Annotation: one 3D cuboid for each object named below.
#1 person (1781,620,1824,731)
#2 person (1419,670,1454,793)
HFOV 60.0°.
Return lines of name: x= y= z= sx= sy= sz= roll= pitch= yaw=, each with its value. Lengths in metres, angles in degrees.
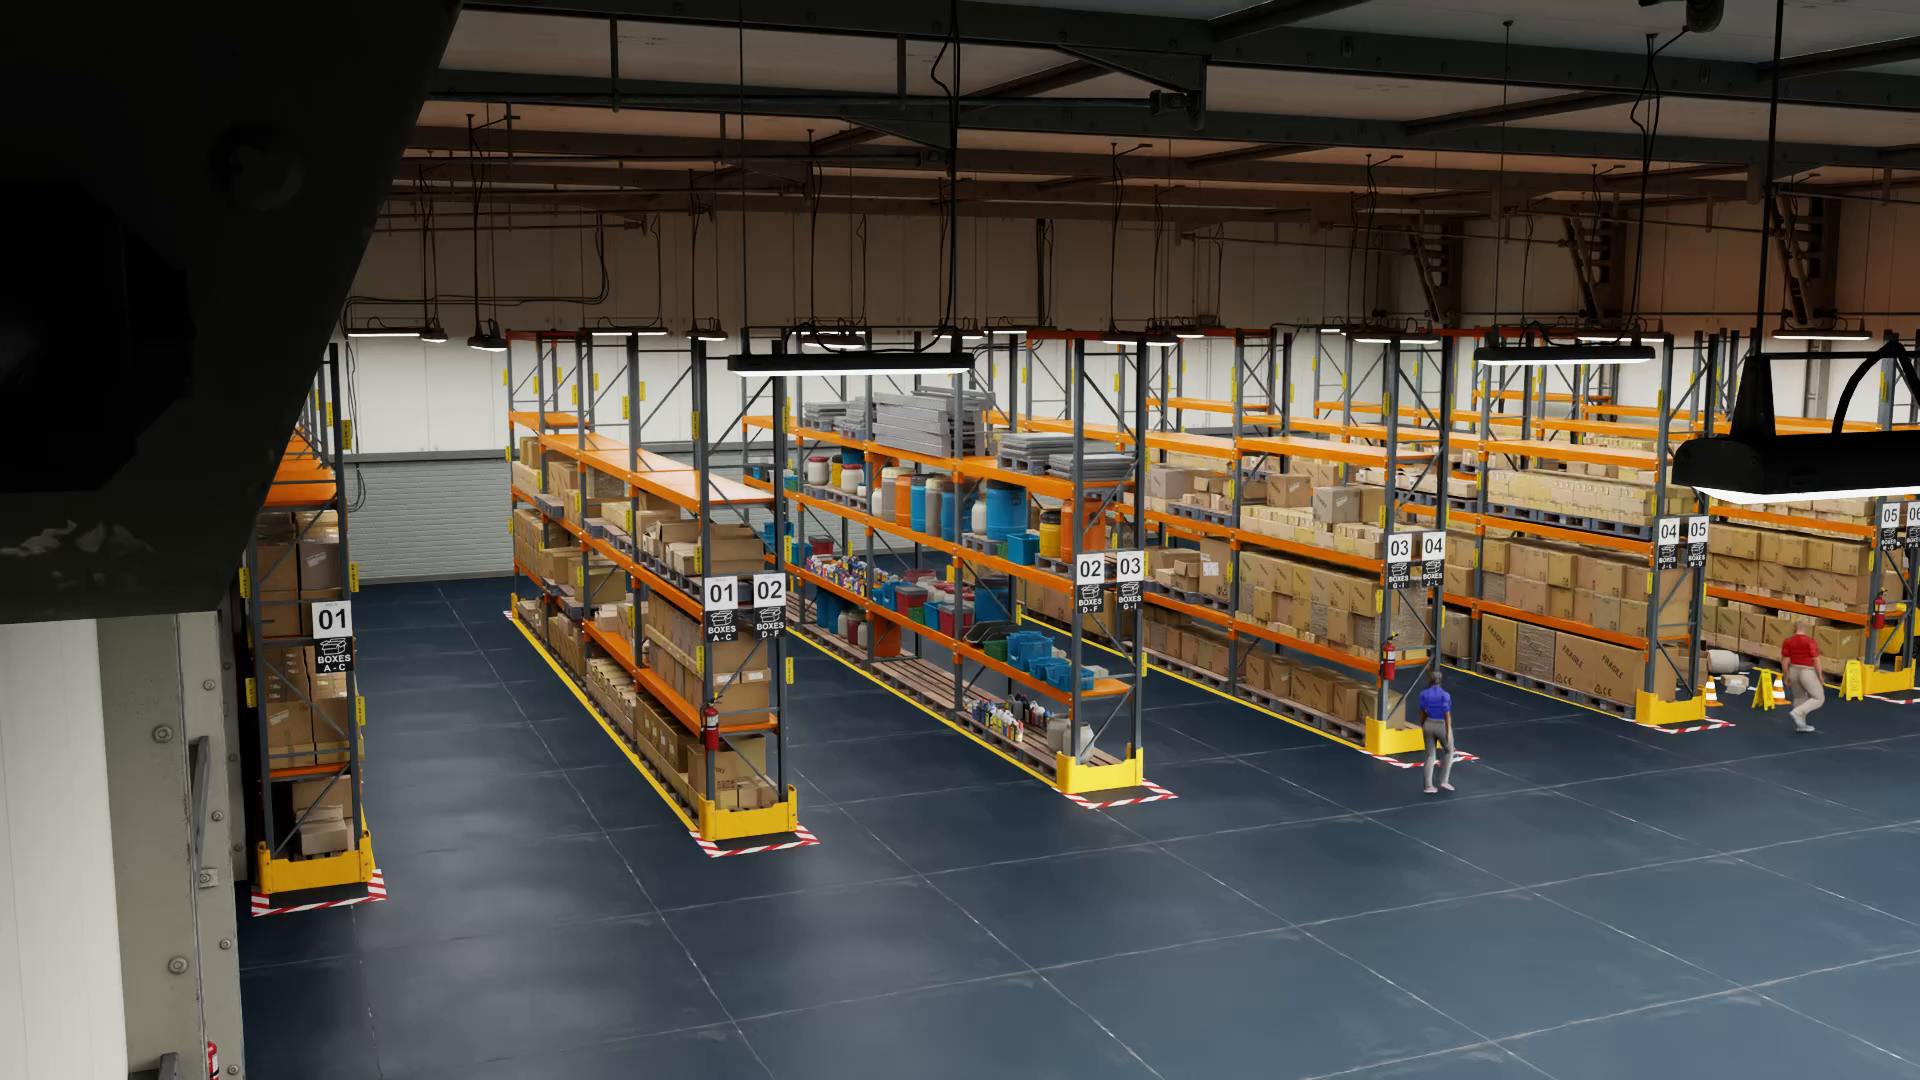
person: x=12.714 y=2.067 z=25.119 sx=0.666 sy=1.716 sz=0.585 roll=-4 pitch=9 yaw=-30
person: x=6.319 y=2.533 z=22.047 sx=0.471 sy=1.681 sz=0.505 roll=6 pitch=10 yaw=35
